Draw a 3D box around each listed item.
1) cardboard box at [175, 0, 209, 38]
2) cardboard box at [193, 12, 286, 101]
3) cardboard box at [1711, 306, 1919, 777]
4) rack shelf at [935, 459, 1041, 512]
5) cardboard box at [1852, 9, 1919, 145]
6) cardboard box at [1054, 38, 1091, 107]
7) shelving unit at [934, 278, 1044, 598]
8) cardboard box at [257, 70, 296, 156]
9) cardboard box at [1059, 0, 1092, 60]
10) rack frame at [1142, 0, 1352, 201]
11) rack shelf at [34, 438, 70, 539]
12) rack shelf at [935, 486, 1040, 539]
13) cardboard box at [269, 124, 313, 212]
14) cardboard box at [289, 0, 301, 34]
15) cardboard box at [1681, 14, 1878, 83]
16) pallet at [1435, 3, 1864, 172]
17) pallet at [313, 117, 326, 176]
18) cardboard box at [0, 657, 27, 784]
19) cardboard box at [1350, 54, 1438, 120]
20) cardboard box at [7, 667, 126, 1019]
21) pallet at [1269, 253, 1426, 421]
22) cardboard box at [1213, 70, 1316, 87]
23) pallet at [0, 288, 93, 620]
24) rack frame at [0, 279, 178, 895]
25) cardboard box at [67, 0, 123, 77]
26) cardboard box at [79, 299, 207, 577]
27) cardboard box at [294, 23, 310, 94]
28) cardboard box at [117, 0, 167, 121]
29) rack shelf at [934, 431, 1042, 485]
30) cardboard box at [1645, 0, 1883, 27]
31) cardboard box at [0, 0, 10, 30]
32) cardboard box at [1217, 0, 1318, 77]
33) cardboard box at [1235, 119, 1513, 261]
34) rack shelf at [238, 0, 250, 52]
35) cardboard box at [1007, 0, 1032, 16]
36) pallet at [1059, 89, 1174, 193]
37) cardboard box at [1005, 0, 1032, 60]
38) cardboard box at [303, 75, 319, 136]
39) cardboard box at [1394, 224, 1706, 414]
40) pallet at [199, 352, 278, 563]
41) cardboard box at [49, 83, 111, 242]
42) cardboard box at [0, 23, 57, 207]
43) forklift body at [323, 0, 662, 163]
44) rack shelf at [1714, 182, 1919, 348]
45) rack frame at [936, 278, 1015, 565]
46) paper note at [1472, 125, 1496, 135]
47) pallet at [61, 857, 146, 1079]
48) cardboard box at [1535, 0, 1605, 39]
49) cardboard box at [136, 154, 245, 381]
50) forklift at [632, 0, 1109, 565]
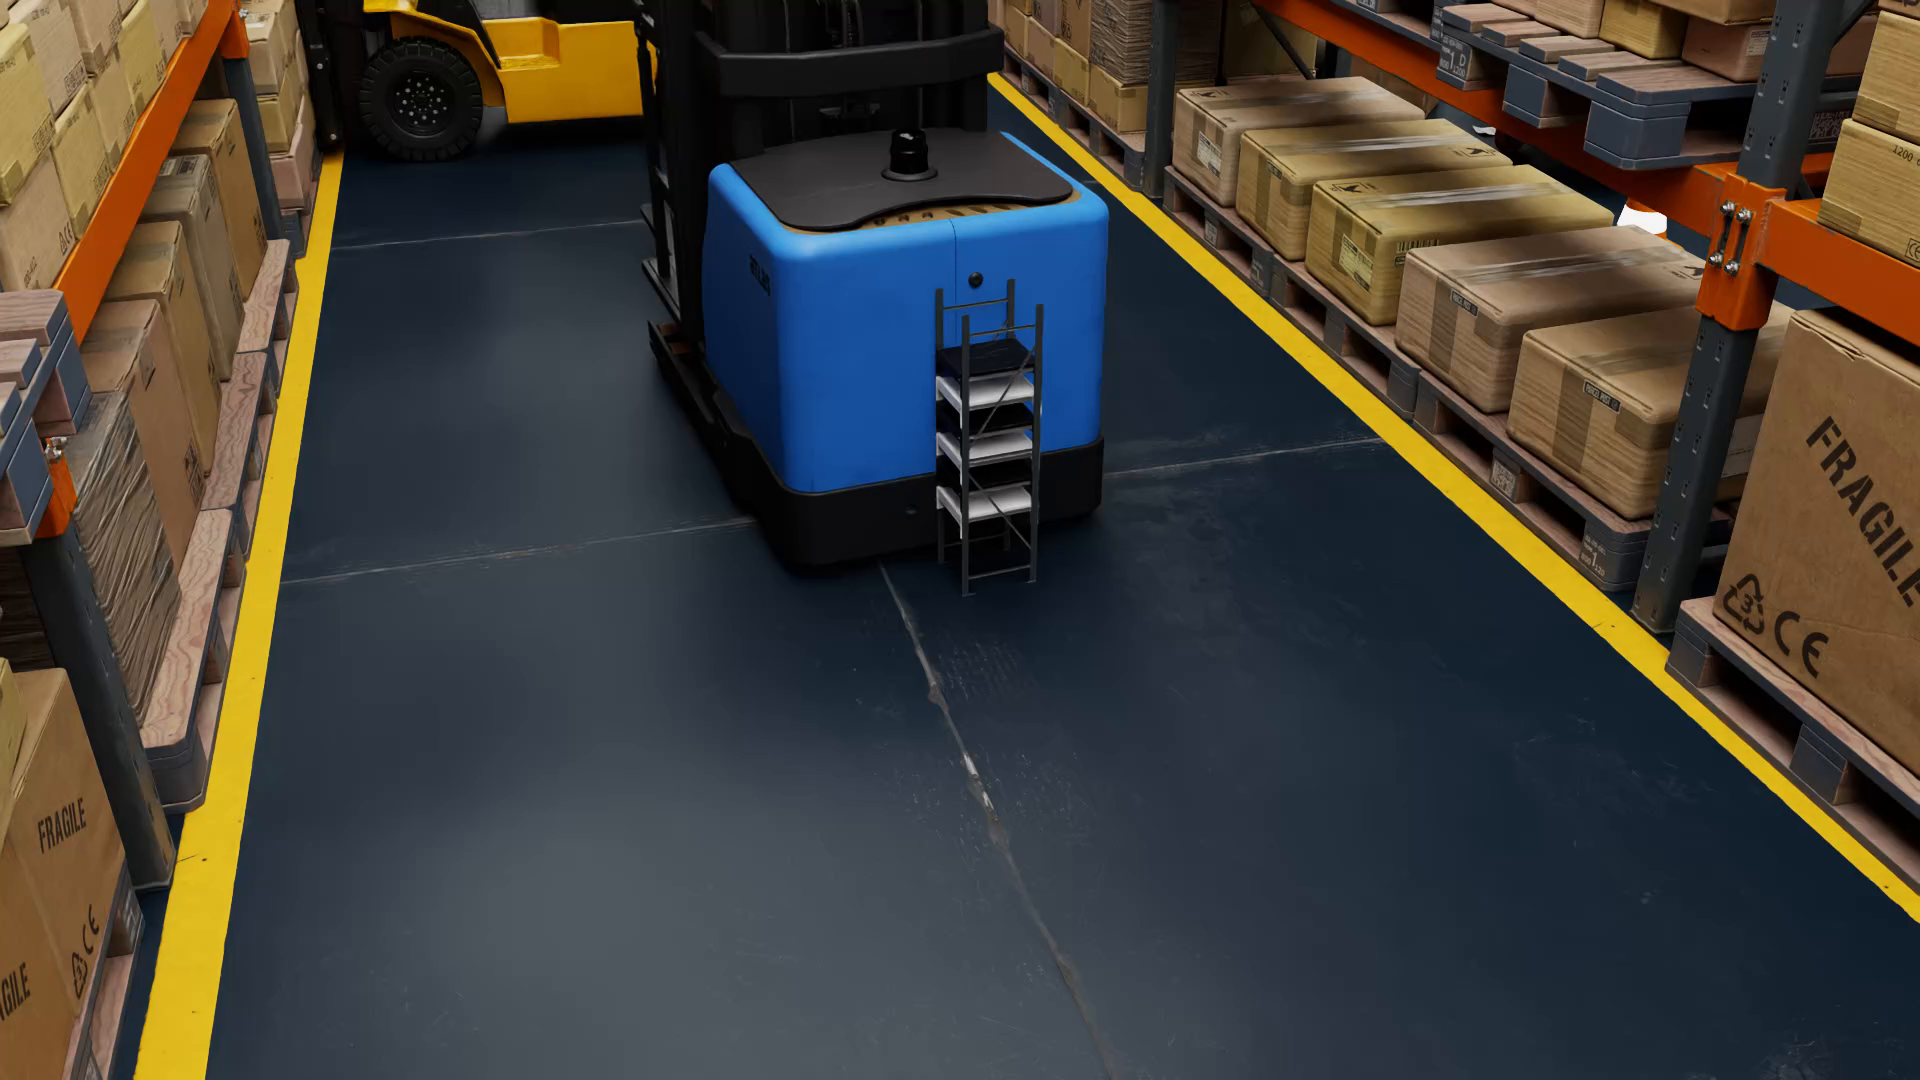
[{"bbox_3d":[-2.864,-1.870,5.635,0.500,0.250,0.500,-8,31,-14],"label":"cardboard box"},{"bbox_3d":[-3.215,-2.085,7.185,0.500,0.250,0.500,-8,31,-14],"label":"cardboard box"},{"bbox_3d":[2.560,-0.033,4.014,0.875,0.875,0.875,-8,31,-14],"label":"cardboard box"},{"bbox_3d":[0.081,-0.181,4.911,0.258,0.077,0.200,-11,32,-18],"label":"rack shelf"},{"bbox_3d":[2.353,-0.989,3.615,0.500,0.250,0.500,-8,31,-14],"label":"cardboard box"},{"bbox_3d":[0.828,-2.544,8.977,0.500,0.250,0.500,-9,31,-15],"label":"cardboard box"},{"bbox_3d":[0.081,-0.288,4.849,0.258,0.900,0.210,-11,32,-18],"label":"shelving unit"},{"bbox_3d":[-3.220,-1.868,7.309,0.500,0.250,0.500,-8,31,-14],"label":"cardboard box"},{"bbox_3d":[0.843,-2.859,8.772,0.500,0.500,0.500,-7,31,-12],"label":"cardboard box"},{"bbox_3d":[1.395,-3.047,7.520,1.000,3.000,0.127,-8,31,-13],"label":"rack frame"},{"bbox_3d":[-1.797,0.824,1.550,1.077,0.370,4.000,-8,31,-13],"label":"rack shelf"},{"bbox_3d":[0.081,-0.103,4.956,0.258,0.077,0.200,-11,32,-18],"label":"rack shelf"},{"bbox_3d":[-3.198,-1.654,7.440,0.500,0.250,0.500,-8,31,-13],"label":"cardboard box"},{"bbox_3d":[-3.484,-2.572,8.027,0.500,0.250,0.500,-7,31,-12],"label":"cardboard box"},{"bbox_3d":[2.143,-1.315,4.359,0.380,0.149,0.250,-7,31,-11],"label":"cardboard box"},{"bbox_3d":[2.165,-1.362,4.800,1.213,0.211,1.003,-8,31,-13],"label":"pallet"},{"bbox_3d":[-3.887,-2.158,8.768,1.003,0.211,1.213,-8,31,-13],"label":"pallet"},{"bbox_3d":[-1.952,0.371,3.043,0.380,0.149,0.250,-9,31,-16],"label":"cardboard box"},{"bbox_3d":[2.423,-2.665,9.352,0.500,0.500,0.500,13,32,21],"label":"cardboard box"},{"bbox_3d":[-2.008,0.623,3.256,0.500,0.500,0.500,-7,31,-12],"label":"cardboard box"},{"bbox_3d":[1.931,-0.874,6.549,1.003,0.211,1.213,-8,31,-13],"label":"pallet"},{"bbox_3d":[1.499,-2.359,8.658,0.500,0.250,0.500,-9,31,-16],"label":"cardboard box"},{"bbox_3d":[-2.080,-0.052,2.537,1.213,0.211,1.003,-8,31,-13],"label":"pallet"},{"bbox_3d":[-2.328,-0.453,3.039,1.000,3.000,0.127,-8,31,-13],"label":"rack frame"},{"bbox_3d":[-2.463,-1.349,4.236,0.500,0.250,0.500,-9,31,-15],"label":"cardboard box"},{"bbox_3d":[-2.661,-0.225,4.595,0.875,0.625,0.625,-7,31,-12],"label":"cardboard box"},{"bbox_3d":[-3.478,-2.355,8.151,0.500,0.250,0.500,-8,31,-14],"label":"cardboard box"},{"bbox_3d":[-2.618,-1.377,4.785,0.500,0.250,0.500,-7,31,-12],"label":"cardboard box"},{"bbox_3d":[0.081,-0.259,4.866,0.258,0.077,0.200,-11,32,-18],"label":"rack shelf"},{"bbox_3d":[2.068,-1.651,4.293,0.500,0.500,0.500,-9,31,-15],"label":"cardboard box"},{"bbox_3d":[-2.200,-1.099,3.407,0.380,0.149,0.250,-7,31,-12],"label":"cardboard box"},{"bbox_3d":[1.499,-2.684,8.470,0.500,0.500,0.500,-6,31,-11],"label":"cardboard box"},{"bbox_3d":[1.731,-1.492,7.037,0.950,0.372,0.625,-6,31,-10],"label":"cardboard box"},{"bbox_3d":[-3.920,-3.040,8.225,1.077,0.370,4.000,-8,31,-13],"label":"rack shelf"},{"bbox_3d":[0.556,-3.362,9.641,0.500,0.500,0.500,-7,31,-12],"label":"cardboard box"},{"bbox_3d":[1.183,-2.160,8.771,1.003,0.211,1.213,-8,31,-13],"label":"pallet"},{"bbox_3d":[0.566,-3.035,9.824,0.500,0.250,0.500,-6,31,-10],"label":"cardboard box"},{"bbox_3d":[-3.500,-2.144,8.285,0.500,0.250,0.500,-7,31,-12],"label":"cardboard box"},{"bbox_3d":[2.113,-0.789,5.823,0.950,0.372,0.625,-8,31,-14],"label":"cardboard box"},{"bbox_3d":[-2.829,-0.237,5.449,1.003,0.211,1.213,-8,31,-13],"label":"pallet"},{"bbox_3d":[-2.338,-0.879,3.923,0.500,0.250,0.500,-9,31,-14],"label":"cardboard box"},{"bbox_3d":[-2.186,-0.855,3.383,0.500,0.250,0.500,-8,31,-13],"label":"cardboard box"},{"bbox_3d":[-2.189,-3.276,8.764,2.313,2.155,1.214,-8,31,-13],"label":"forklift body"},{"bbox_3d":[2.988,0.162,2.693,1.077,0.370,4.000,-8,31,-13],"label":"rack shelf"},{"bbox_3d":[0.044,-0.336,4.931,0.240,0.900,0.006,-11,32,-18],"label":"rack frame"},{"bbox_3d":[2.900,-2.245,9.098,0.148,0.019,0.142,-8,31,-13],"label":"paper note"},{"bbox_3d":[-2.166,1.119,3.106,1.003,0.211,1.213,-8,31,-13],"label":"pallet"},{"bbox_3d":[1.892,-1.551,4.766,0.380,0.149,0.250,-8,31,-14],"label":"cardboard box"},{"bbox_3d":[-3.041,-0.913,5.784,0.875,0.625,0.625,-8,31,-14],"label":"cardboard box"},{"bbox_3d":[-0.553,-1.916,5.635,1.130,2.935,3.031,-11,32,-18],"label":"forklift"}]
